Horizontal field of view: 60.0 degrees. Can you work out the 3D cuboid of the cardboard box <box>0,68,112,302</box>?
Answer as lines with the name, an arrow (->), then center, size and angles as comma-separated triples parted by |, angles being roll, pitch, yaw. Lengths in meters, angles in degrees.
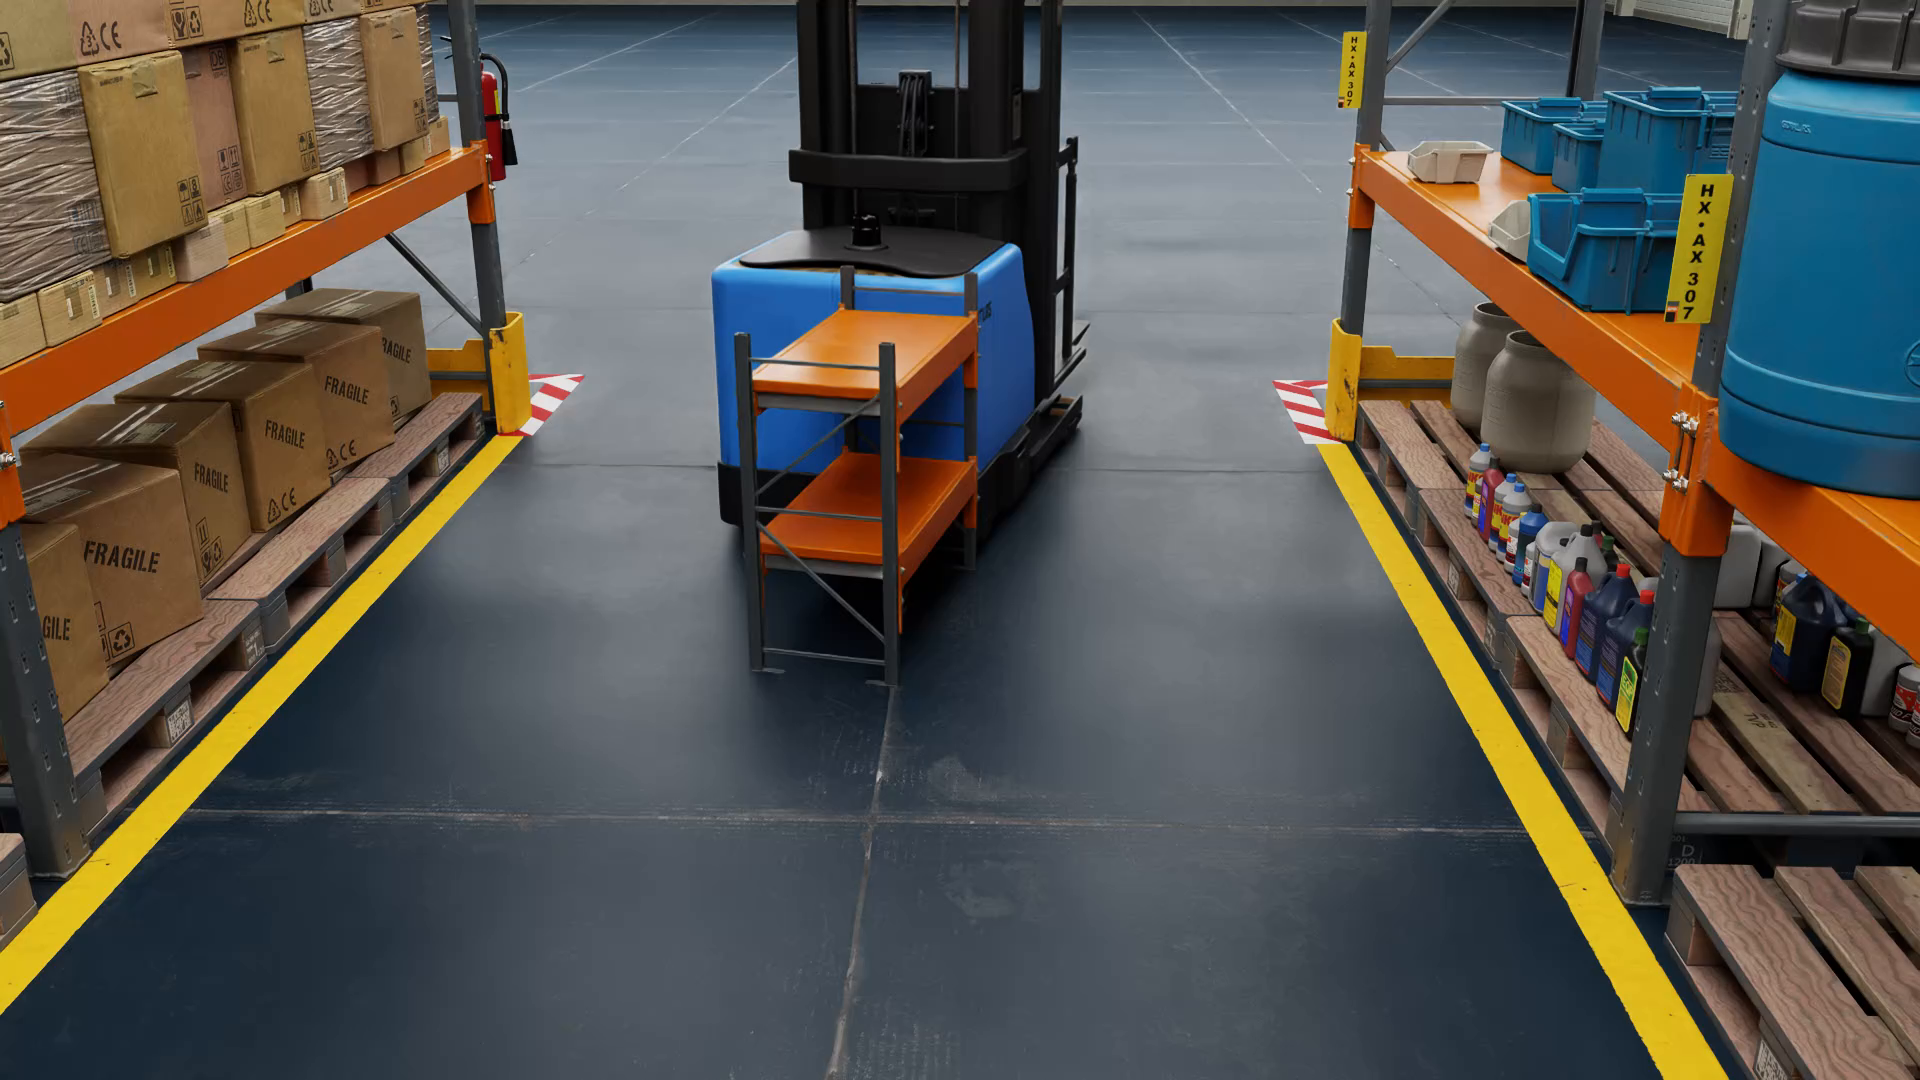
cardboard box -> -2.712, -0.897, 4.143 | 0.875, 0.500, 0.500 | 1, 21, 2

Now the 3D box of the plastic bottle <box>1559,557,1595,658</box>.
plastic bottle -> 1.863, 0.202, 5.009 | 0.061, 0.283, 0.133 | 2, 21, 5

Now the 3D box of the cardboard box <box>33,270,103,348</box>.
cardboard box -> -2.460, -0.597, 4.268 | 0.380, 0.149, 0.250 | 1, 21, 2

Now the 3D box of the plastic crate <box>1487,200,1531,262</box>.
plastic crate -> 1.959, -0.962, 5.225 | 0.530, 0.136, 0.437 | 1, 21, 2

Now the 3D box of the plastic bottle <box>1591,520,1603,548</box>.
plastic bottle -> 2.025, 0.087, 5.306 | 0.061, 0.283, 0.133 | 1, 21, 2

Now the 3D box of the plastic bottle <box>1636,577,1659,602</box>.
plastic bottle -> 2.049, 0.257, 4.877 | 0.152, 0.276, 0.135 | 1, 21, 2

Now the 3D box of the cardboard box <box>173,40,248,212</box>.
cardboard box -> -2.747, -1.259, 5.077 | 0.875, 0.500, 0.500 | 1, 21, 2

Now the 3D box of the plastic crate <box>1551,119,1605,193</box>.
plastic crate -> 2.543, -1.453, 6.332 | 0.499, 0.251, 0.408 | 1, 21, 2

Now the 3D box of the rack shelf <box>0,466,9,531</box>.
rack shelf -> -2.849, 0.509, 2.064 | 1.077, 0.370, 4.000 | 1, 21, 2

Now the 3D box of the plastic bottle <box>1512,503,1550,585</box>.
plastic bottle -> 1.898, 0.011, 5.516 | 0.097, 0.271, 0.097 | 0, 21, 0

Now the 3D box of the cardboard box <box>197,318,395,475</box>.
cardboard box -> -2.686, -0.584, 6.762 | 0.500, 0.500, 0.500 | 6, 22, 16

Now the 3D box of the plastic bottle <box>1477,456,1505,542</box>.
plastic bottle -> 1.893, -0.146, 5.905 | 0.061, 0.283, 0.133 | 1, 21, 3

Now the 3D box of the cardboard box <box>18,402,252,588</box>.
cardboard box -> -2.785, -0.156, 5.660 | 0.500, 0.500, 0.500 | -1, 21, -3

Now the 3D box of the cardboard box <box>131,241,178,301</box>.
cardboard box -> -2.482, -0.778, 4.735 | 0.380, 0.149, 0.250 | 1, 21, 2

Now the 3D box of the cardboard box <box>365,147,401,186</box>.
cardboard box -> -2.456, -1.501, 6.599 | 0.380, 0.149, 0.250 | 1, 21, 2

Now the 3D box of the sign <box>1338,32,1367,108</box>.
sign -> 1.735, -2.078, 7.354 | 0.100, 0.325, 0.005 | 1, 21, 2

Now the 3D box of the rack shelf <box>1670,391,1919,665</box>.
rack shelf -> 2.102, 0.564, 1.924 | 1.077, 0.370, 4.000 | 1, 21, 2

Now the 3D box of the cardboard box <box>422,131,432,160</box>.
cardboard box -> -2.477, -1.683, 7.066 | 0.380, 0.149, 0.250 | 1, 21, 2

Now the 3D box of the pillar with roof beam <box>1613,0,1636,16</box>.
pillar with roof beam -> 9.640, -15.261, 33.419 | 9.100, 9.000, 0.400 | 1, 21, 2

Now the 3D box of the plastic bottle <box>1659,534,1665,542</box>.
plastic bottle -> 2.525, -0.121, 5.841 | 0.061, 0.283, 0.133 | 1, 21, 2

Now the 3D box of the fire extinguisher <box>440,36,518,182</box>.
fire extinguisher -> -2.202, -1.996, 7.633 | 0.296, 0.674, 0.183 | 1, 21, 2

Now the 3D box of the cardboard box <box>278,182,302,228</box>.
cardboard box -> -2.486, -1.140, 5.667 | 0.380, 0.149, 0.250 | 1, 21, 2

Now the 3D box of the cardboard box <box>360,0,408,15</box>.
cardboard box -> -2.445, -2.264, 6.287 | 0.500, 0.500, 0.500 | 1, 21, 2

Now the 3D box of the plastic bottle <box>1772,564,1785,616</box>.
plastic bottle -> 2.640, 0.147, 5.263 | 0.097, 0.201, 0.097 | 0, 21, 0

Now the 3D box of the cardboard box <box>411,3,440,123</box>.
cardboard box -> -2.710, -1.982, 6.941 | 0.875, 0.500, 0.500 | 1, 21, 2

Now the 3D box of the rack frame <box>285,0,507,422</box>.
rack frame -> -2.666, -1.995, 7.525 | 1.000, 3.000, 0.127 | 1, 21, 2

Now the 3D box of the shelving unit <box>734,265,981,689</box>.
shelving unit -> -0.310, -0.255, 5.632 | 0.538, 1.125, 1.048 | 5, 22, 14

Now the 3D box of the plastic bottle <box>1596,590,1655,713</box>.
plastic bottle -> 1.894, 0.299, 4.665 | 0.144, 0.351, 0.185 | 0, 21, 0

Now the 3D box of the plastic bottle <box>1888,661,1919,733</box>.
plastic bottle -> 2.617, 0.421, 4.558 | 0.097, 0.201, 0.097 | 0, 21, 0

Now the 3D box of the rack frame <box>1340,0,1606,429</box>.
rack frame -> 2.285, -1.941, 7.385 | 1.000, 3.000, 0.127 | 1, 21, 2

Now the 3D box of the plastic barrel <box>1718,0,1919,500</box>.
plastic barrel -> 1.848, -0.592, 3.215 | 0.600, 0.901, 0.708 | 1, 21, 2

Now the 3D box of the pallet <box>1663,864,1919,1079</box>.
pallet -> 2.178, 1.090, 3.429 | 1.003, 0.211, 1.213 | 1, 21, 2

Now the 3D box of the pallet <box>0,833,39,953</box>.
pallet -> -2.810, 1.032, 3.577 | 1.003, 0.211, 1.213 | 1, 21, 2

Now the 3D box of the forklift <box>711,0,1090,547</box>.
forklift -> -0.050, -1.841, 7.222 | 1.130, 2.935, 3.031 | 6, 22, 15

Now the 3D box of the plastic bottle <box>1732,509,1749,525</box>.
plastic bottle -> 2.626, -0.041, 5.543 | 0.144, 0.351, 0.185 | 2, 21, 4

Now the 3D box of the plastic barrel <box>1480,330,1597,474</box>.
plastic barrel -> 2.326, -0.557, 6.676 | 0.421, 0.512, 0.421 | 0, 21, 0

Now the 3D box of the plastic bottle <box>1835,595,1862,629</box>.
plastic bottle -> 2.602, 0.248, 4.797 | 0.144, 0.351, 0.185 | 1, 21, 3

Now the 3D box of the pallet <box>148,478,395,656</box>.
pallet -> -2.768, 0.065, 6.069 | 1.003, 0.211, 1.213 | 1, 21, 2

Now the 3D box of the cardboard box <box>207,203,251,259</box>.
cardboard box -> -2.467, -0.959, 5.200 | 0.380, 0.149, 0.250 | 1, 21, 2

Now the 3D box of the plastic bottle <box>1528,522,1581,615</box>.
plastic bottle -> 1.919, 0.089, 5.310 | 0.152, 0.276, 0.135 | 1, 21, 3

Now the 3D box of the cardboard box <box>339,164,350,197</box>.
cardboard box -> -2.490, -1.321, 6.134 | 0.380, 0.149, 0.250 | 1, 21, 2

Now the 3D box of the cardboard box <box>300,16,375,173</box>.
cardboard box -> -2.664, -1.620, 6.007 | 0.875, 0.500, 0.500 | 1, 21, 2

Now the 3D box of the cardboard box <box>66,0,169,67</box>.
cardboard box -> -2.506, -1.541, 4.423 | 0.500, 0.500, 0.500 | 1, 21, 2

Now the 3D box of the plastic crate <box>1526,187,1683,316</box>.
plastic crate -> 1.925, -0.829, 4.723 | 0.499, 0.251, 0.616 | 1, 21, 2

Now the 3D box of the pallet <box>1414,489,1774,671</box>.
pallet -> 2.259, 0.121, 5.926 | 1.003, 0.211, 1.213 | 1, 21, 2

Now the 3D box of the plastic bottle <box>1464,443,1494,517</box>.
plastic bottle -> 1.918, -0.222, 6.118 | 0.097, 0.271, 0.097 | 0, 21, 0

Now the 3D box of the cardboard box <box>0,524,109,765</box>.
cardboard box -> -2.736, 0.276, 4.546 | 0.500, 0.500, 0.500 | 0, 21, 0

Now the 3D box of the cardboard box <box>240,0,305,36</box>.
cardboard box -> -2.486, -1.903, 5.355 | 0.500, 0.500, 0.500 | 1, 21, 2

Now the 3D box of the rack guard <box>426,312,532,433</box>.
rack guard -> -2.668, -0.803, 7.906 | 1.175, 0.500, 0.348 | 1, 21, 2

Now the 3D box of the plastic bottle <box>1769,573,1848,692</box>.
plastic bottle -> 2.458, 0.246, 4.801 | 0.144, 0.351, 0.185 | 1, 21, 2

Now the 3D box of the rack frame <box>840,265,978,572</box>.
rack frame -> -0.182, -0.433, 6.090 | 0.500, 1.125, 0.032 | 5, 22, 14

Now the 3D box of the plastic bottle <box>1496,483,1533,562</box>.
plastic bottle -> 1.904, -0.062, 5.705 | 0.097, 0.271, 0.097 | 0, 21, 0

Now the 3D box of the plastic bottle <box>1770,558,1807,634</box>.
plastic bottle -> 2.575, 0.163, 5.126 | 0.097, 0.271, 0.097 | 0, 21, 0

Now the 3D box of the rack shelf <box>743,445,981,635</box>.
rack shelf -> -0.310, -0.027, 5.720 | 0.538, 0.278, 1.000 | 5, 22, 14
